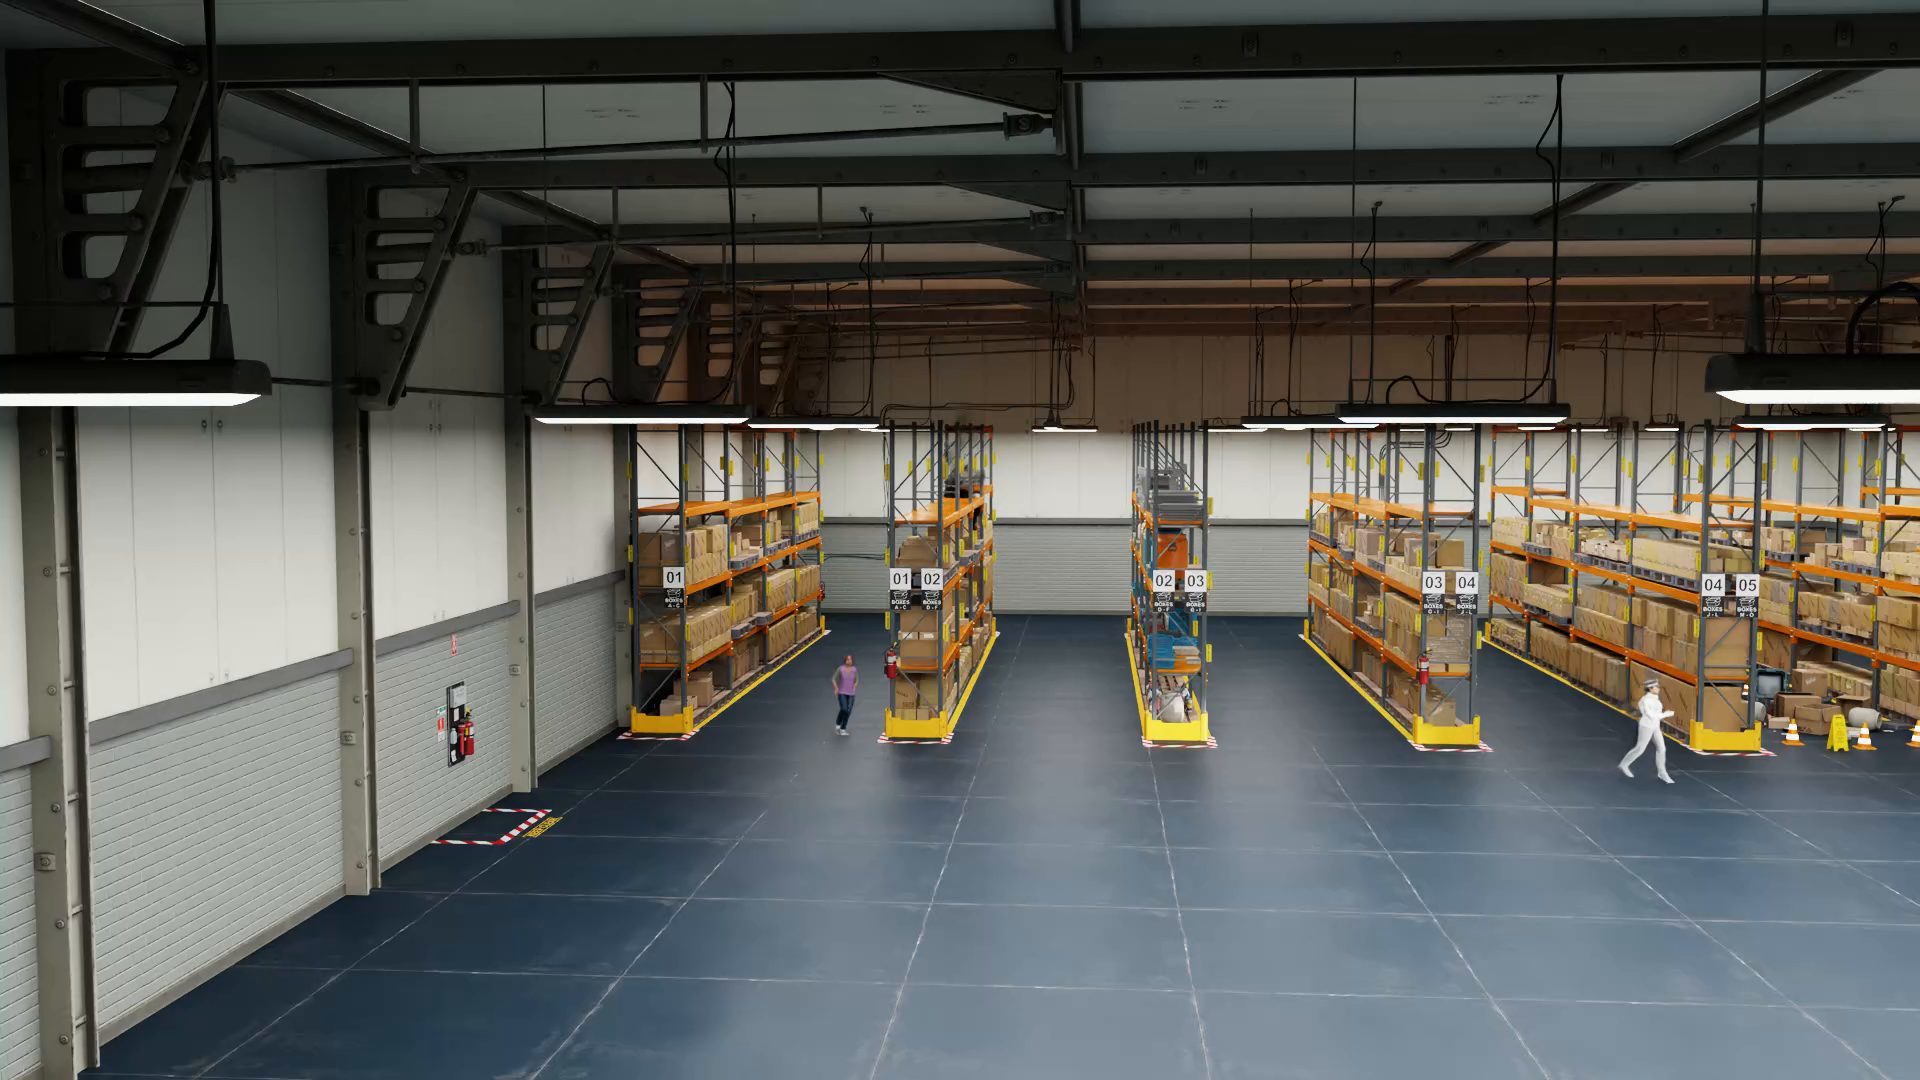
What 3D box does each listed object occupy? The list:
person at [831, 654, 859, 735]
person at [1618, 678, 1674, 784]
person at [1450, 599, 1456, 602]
[{"bbox_3d":[-2.150,2.947,31.587,0.503,1.557,0.537,-1,4,-20],"label":"person"},{"bbox_3d":[11.329,3.124,27.419,0.876,1.722,0.588,3,5,40],"label":"person"},{"bbox_3d":[13.537,1.940,46.607,0.822,1.682,0.657,1,4,13],"label":"person"}]
